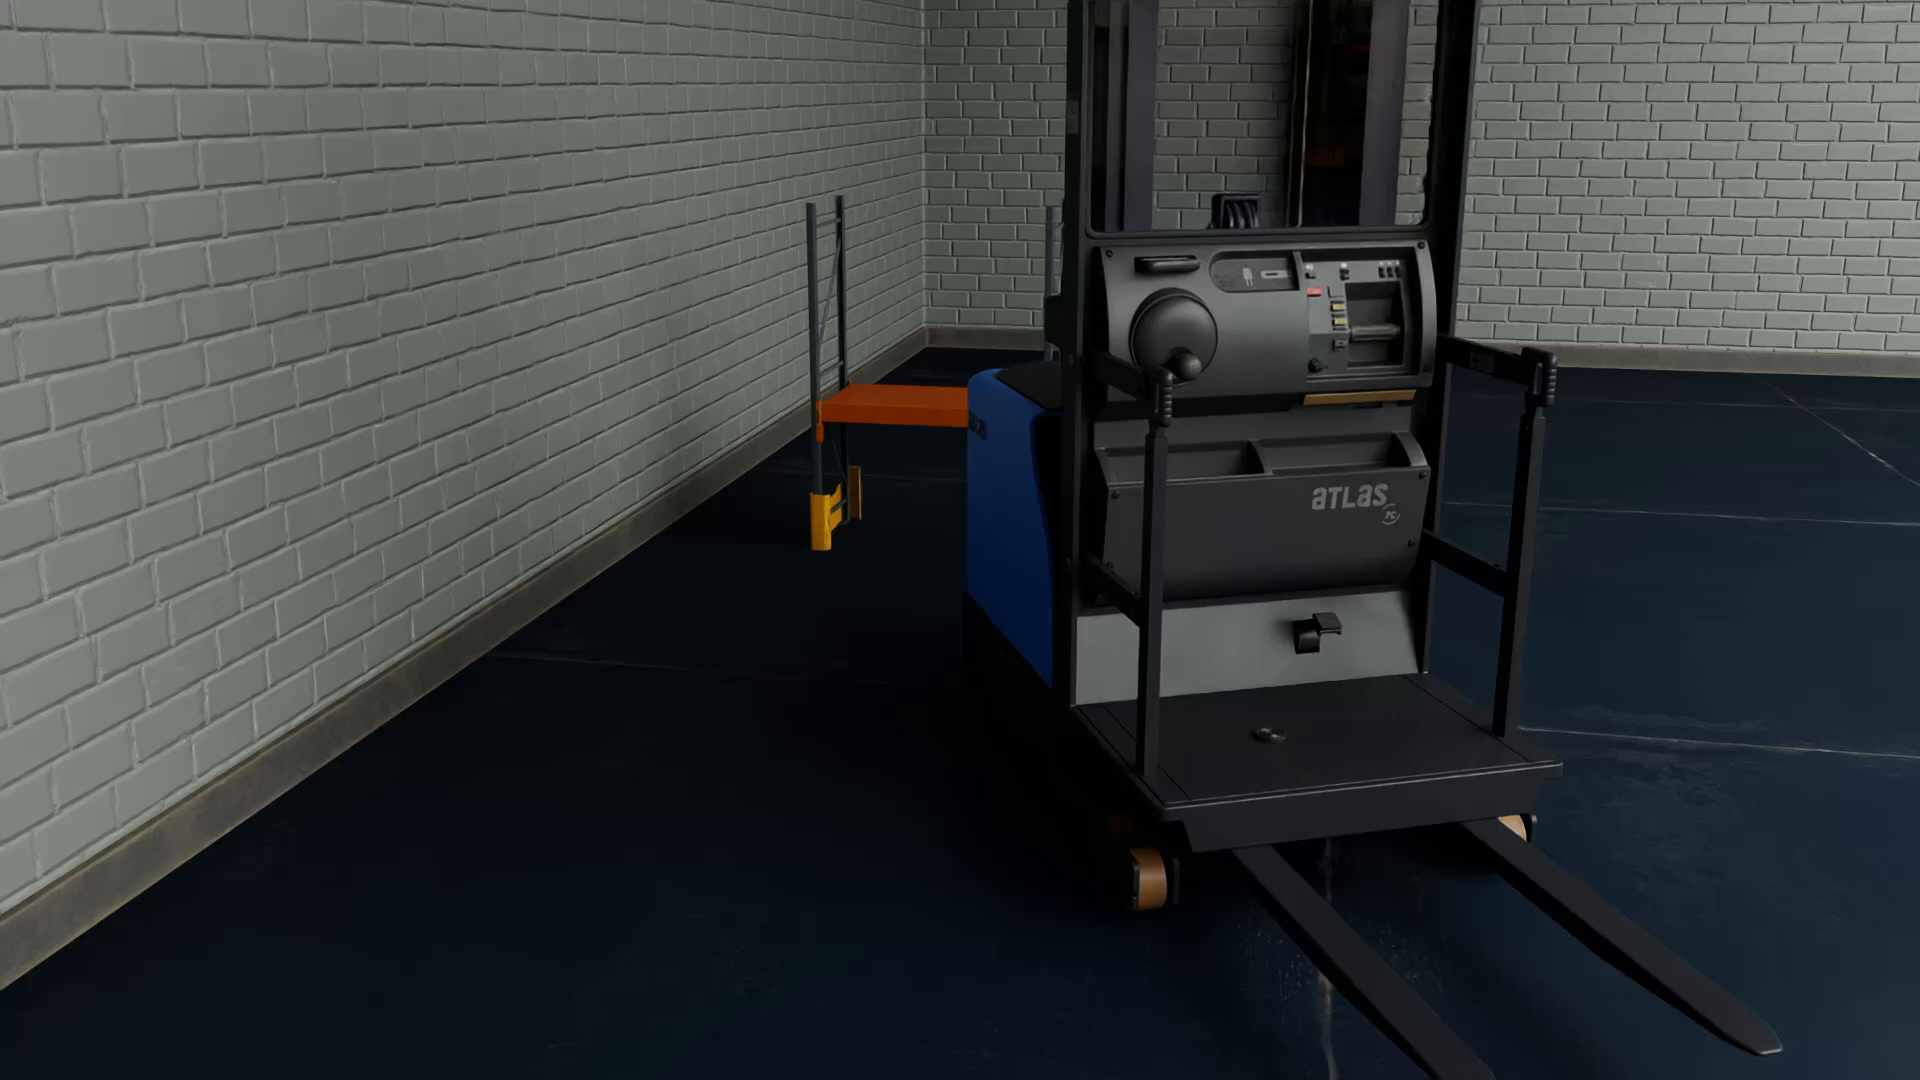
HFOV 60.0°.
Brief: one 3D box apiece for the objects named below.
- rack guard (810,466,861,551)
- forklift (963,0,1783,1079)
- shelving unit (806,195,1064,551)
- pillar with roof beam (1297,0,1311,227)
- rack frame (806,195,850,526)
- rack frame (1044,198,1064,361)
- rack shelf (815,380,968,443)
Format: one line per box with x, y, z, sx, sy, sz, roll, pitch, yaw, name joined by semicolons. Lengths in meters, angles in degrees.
-0.563;-0.151;7.569;0.087;0.250;0.587;3;16;11;rack guard
0.870;-0.598;4.161;1.130;2.935;3.031;-4;16;-14;forklift
-0.075;-0.727;7.306;1.083;1.500;0.587;3;16;11;shelving unit
1.768;-4.519;6.949;0.400;9.000;9.100;3;16;11;pillar with roof beam
-0.582;-0.754;7.406;0.032;1.500;0.500;3;16;11;rack frame
0.415;-0.700;7.211;0.032;1.500;0.500;3;16;11;rack frame
-0.084;-0.554;7.356;1.000;0.185;0.538;3;16;11;rack shelf
